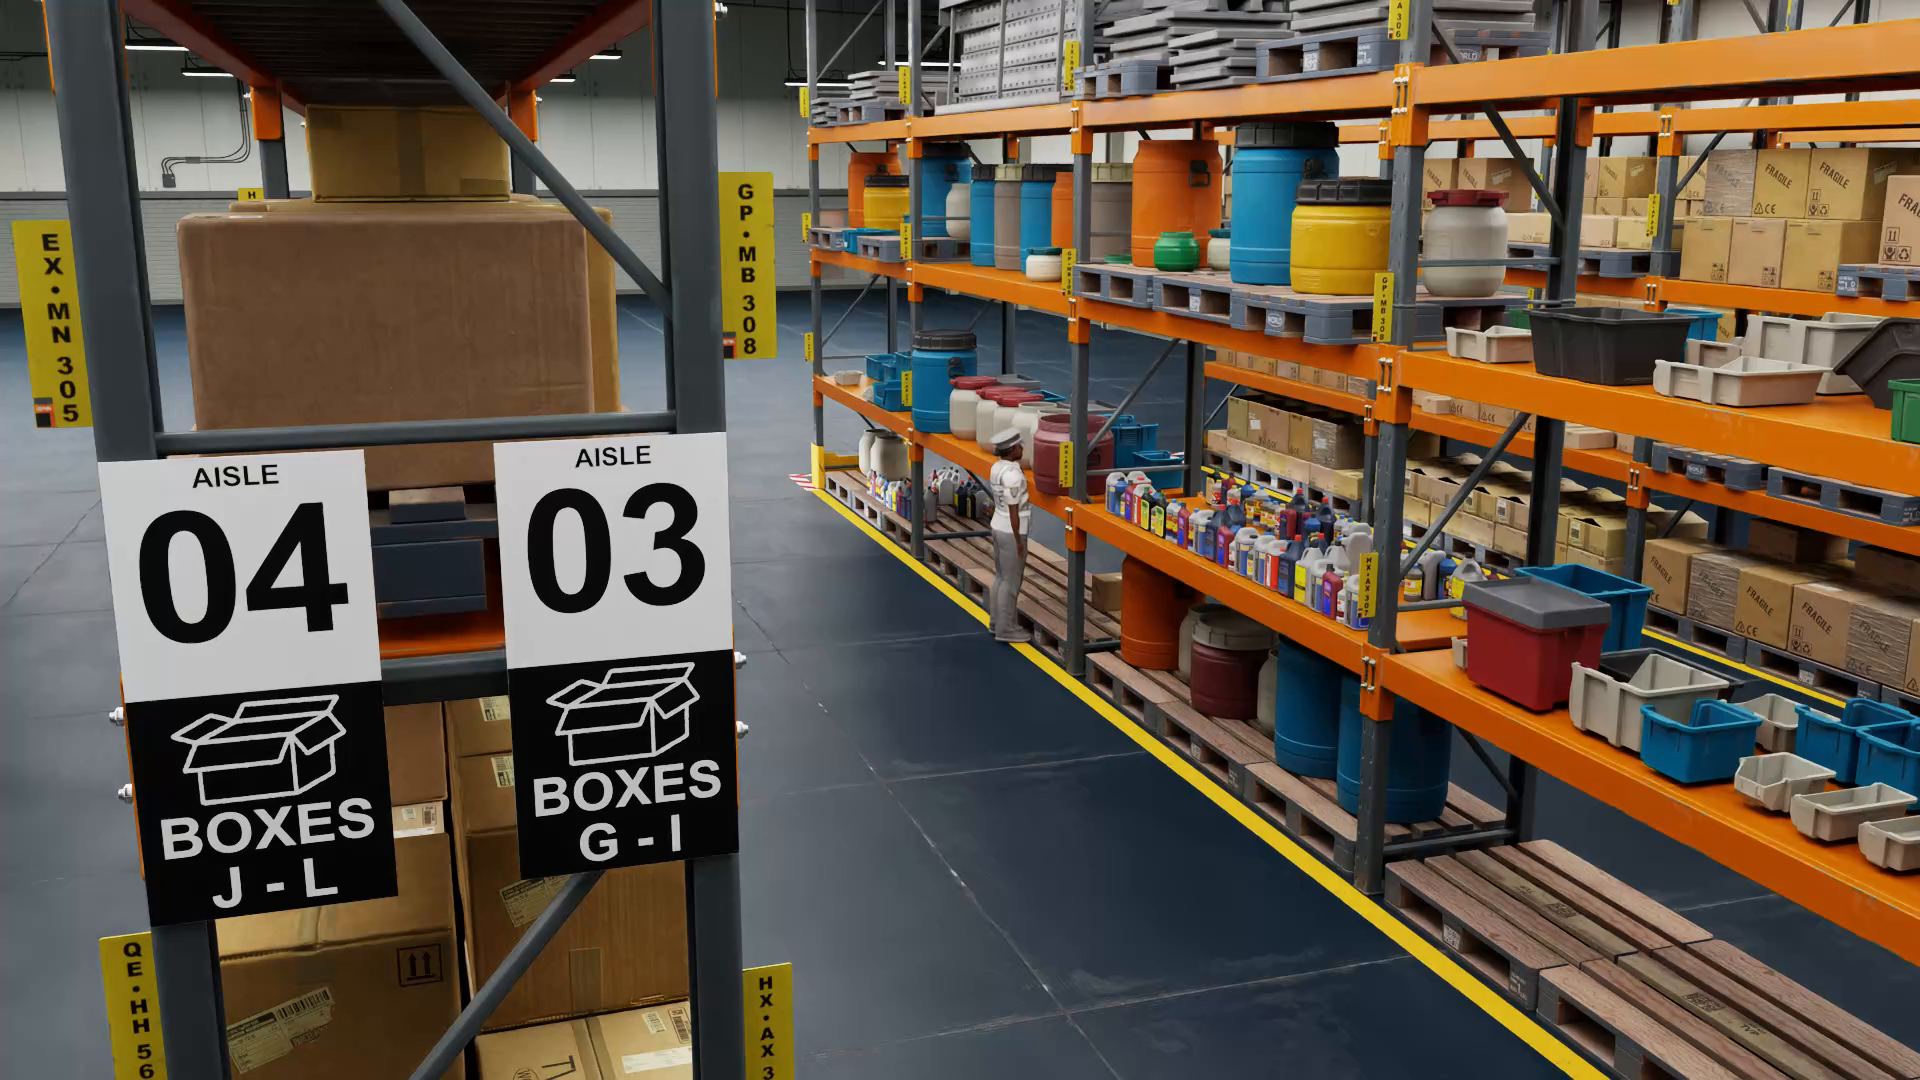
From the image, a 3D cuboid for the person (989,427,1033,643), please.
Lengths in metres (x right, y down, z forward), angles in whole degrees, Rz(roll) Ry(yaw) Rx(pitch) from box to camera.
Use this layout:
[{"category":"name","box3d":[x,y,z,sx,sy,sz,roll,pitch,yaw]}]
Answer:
[{"category":"person","box3d":[0.406,-0.049,13.088,0.342,1.692,0.440,-3,13,-12]}]
